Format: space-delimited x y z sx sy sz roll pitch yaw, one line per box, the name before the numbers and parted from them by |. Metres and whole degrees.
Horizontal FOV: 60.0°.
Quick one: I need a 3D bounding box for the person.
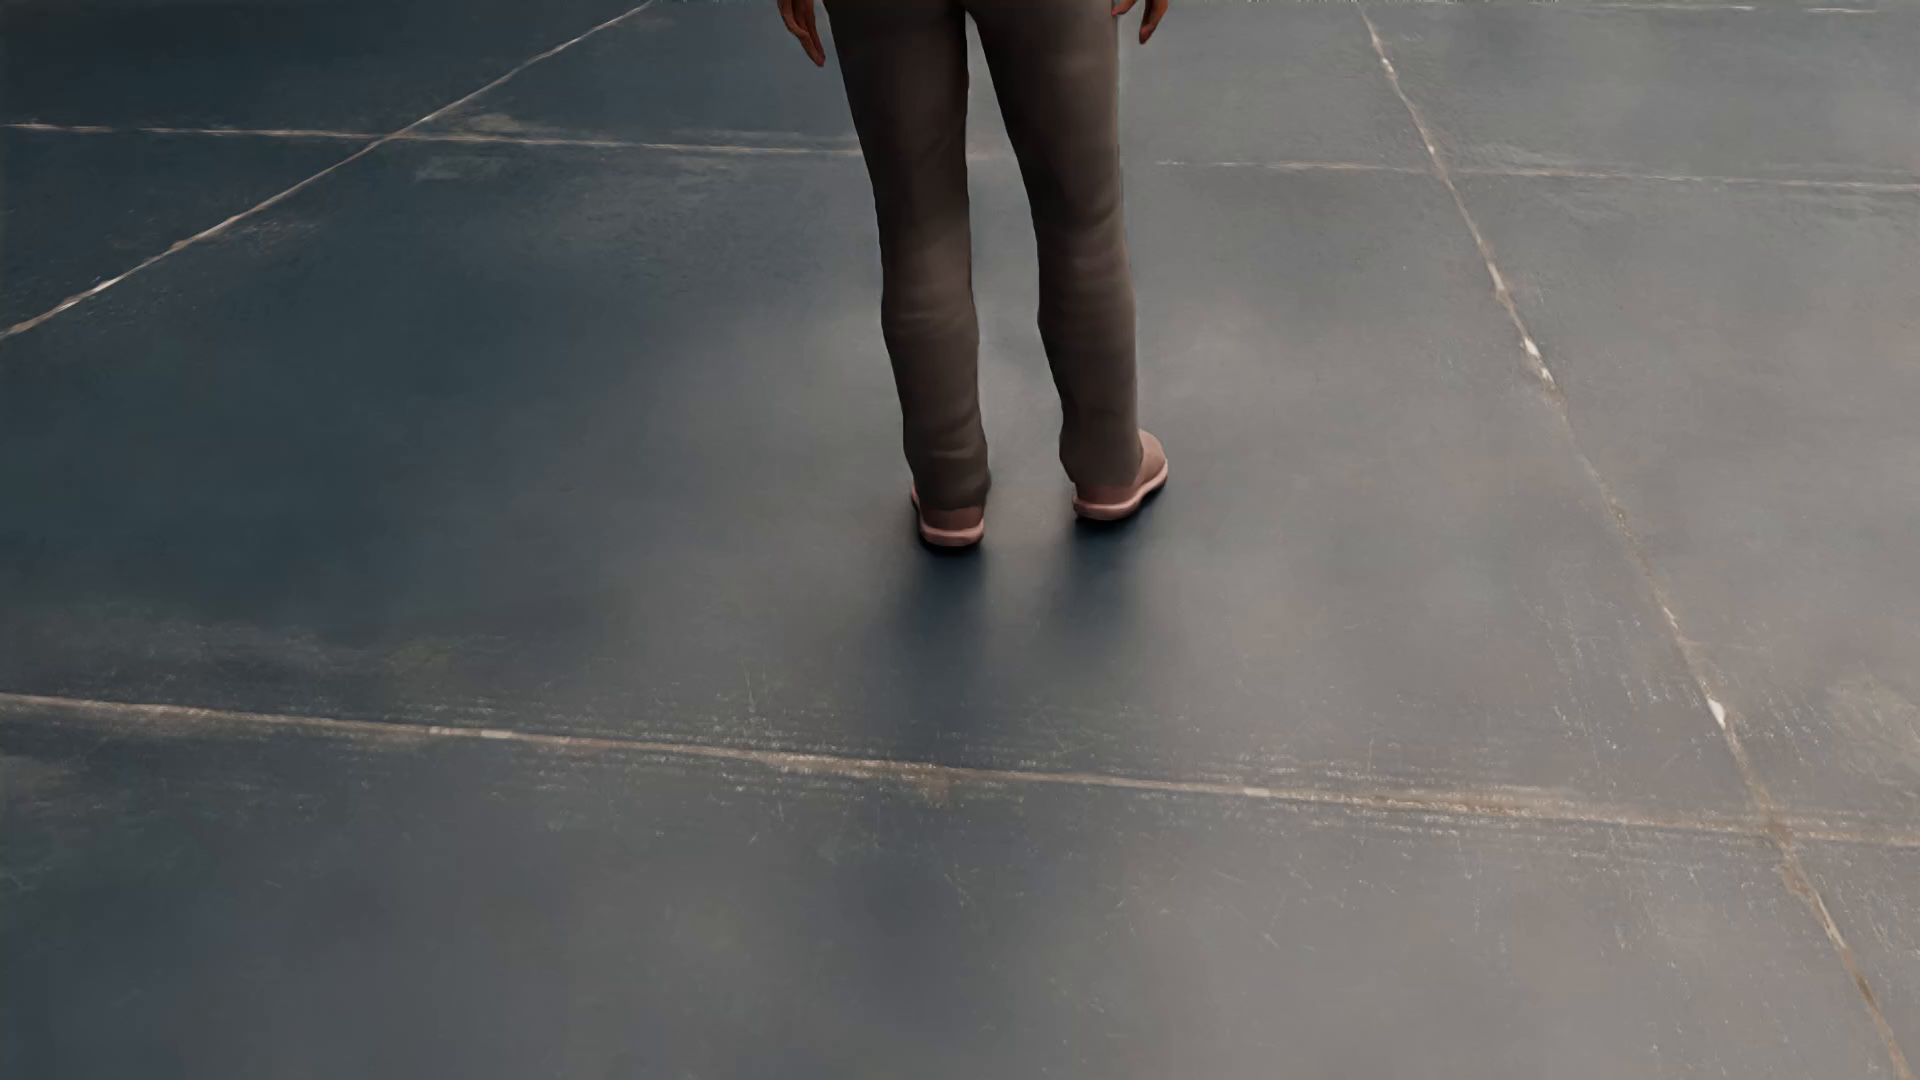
person | 0.031 -0.784 2.203 0.570 1.654 0.503 3 27 7
